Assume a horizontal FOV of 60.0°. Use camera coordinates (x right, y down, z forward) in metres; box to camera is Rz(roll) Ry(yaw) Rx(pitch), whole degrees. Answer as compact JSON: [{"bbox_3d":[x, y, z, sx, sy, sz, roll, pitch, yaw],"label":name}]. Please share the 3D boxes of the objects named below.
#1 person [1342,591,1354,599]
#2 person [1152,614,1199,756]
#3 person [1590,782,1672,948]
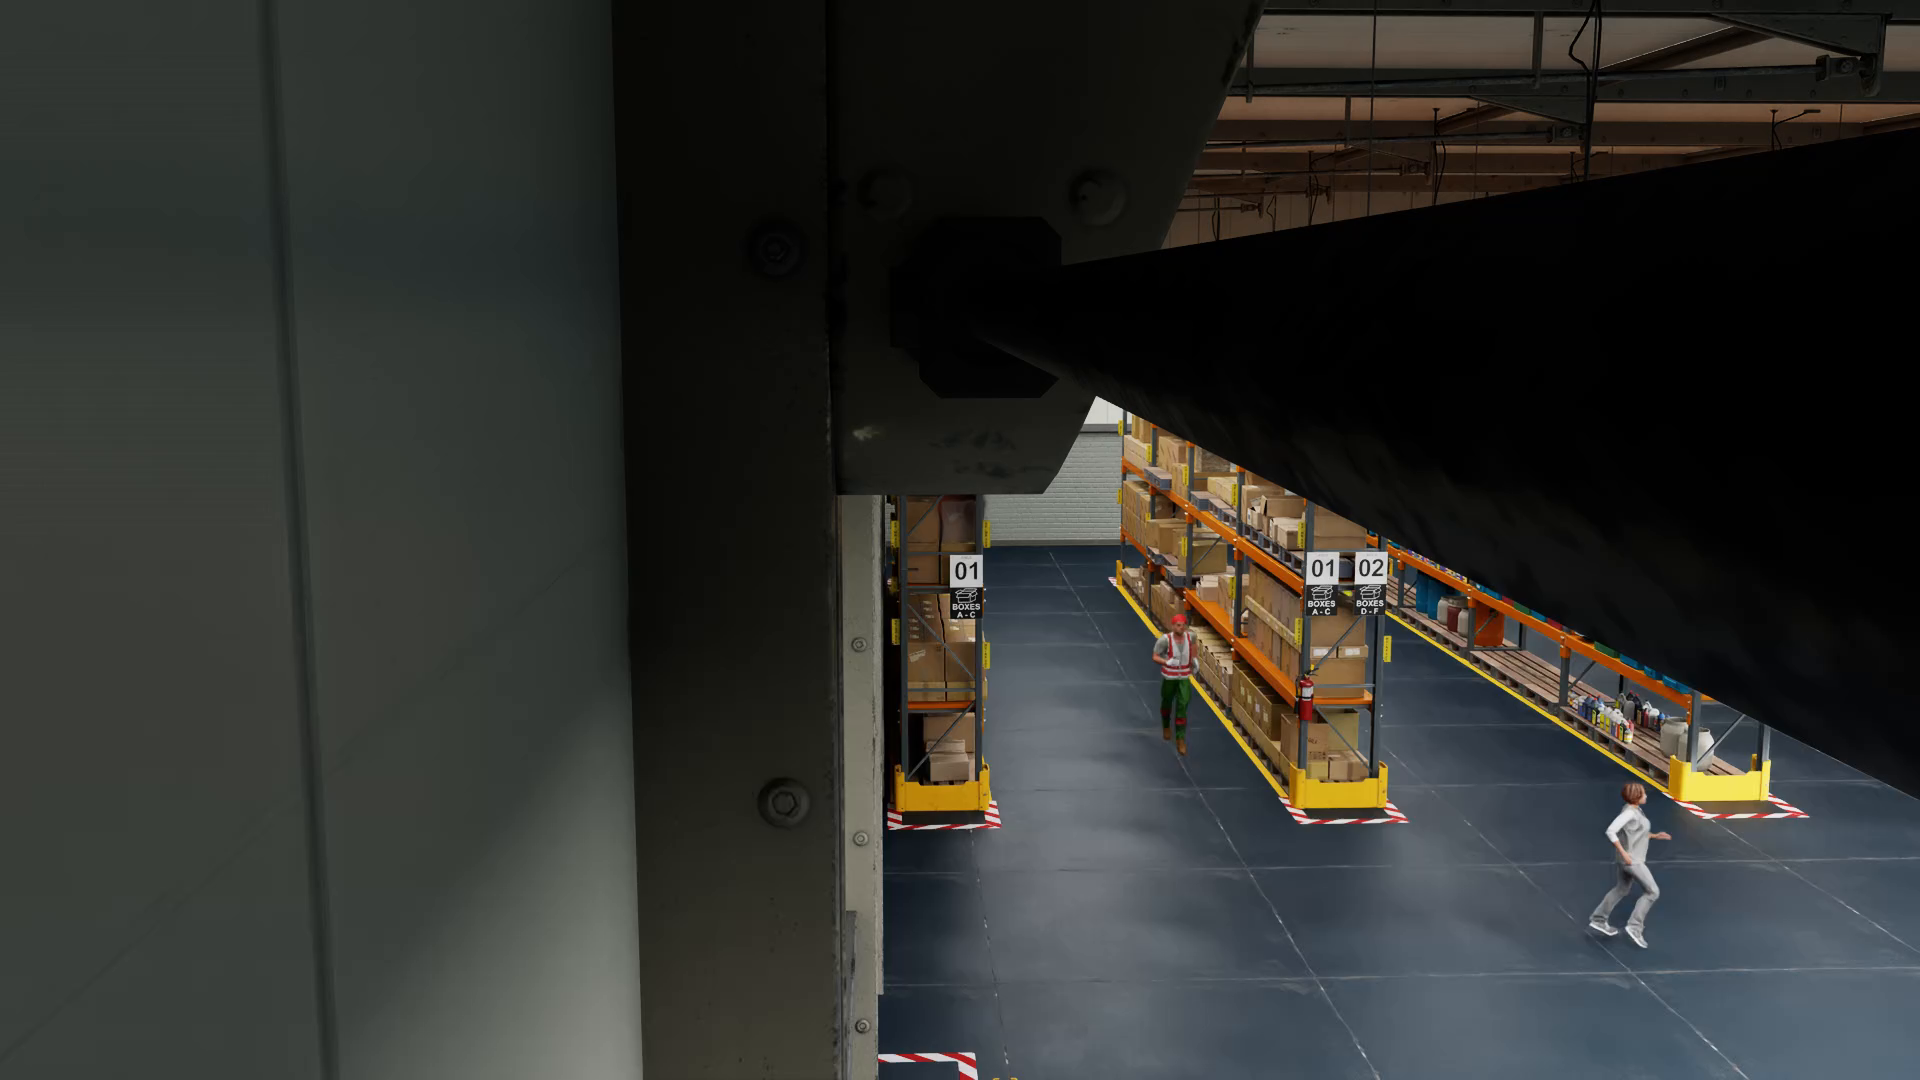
[{"bbox_3d":[6.502,1.294,28.450,0.713,1.736,0.897,-2,9,-11],"label":"person"},{"bbox_3d":[2.903,1.882,22.357,0.691,1.845,0.920,-1,9,-10],"label":"person"},{"bbox_3d":[6.560,3.163,16.255,0.695,1.631,0.506,3,9,18],"label":"person"}]
